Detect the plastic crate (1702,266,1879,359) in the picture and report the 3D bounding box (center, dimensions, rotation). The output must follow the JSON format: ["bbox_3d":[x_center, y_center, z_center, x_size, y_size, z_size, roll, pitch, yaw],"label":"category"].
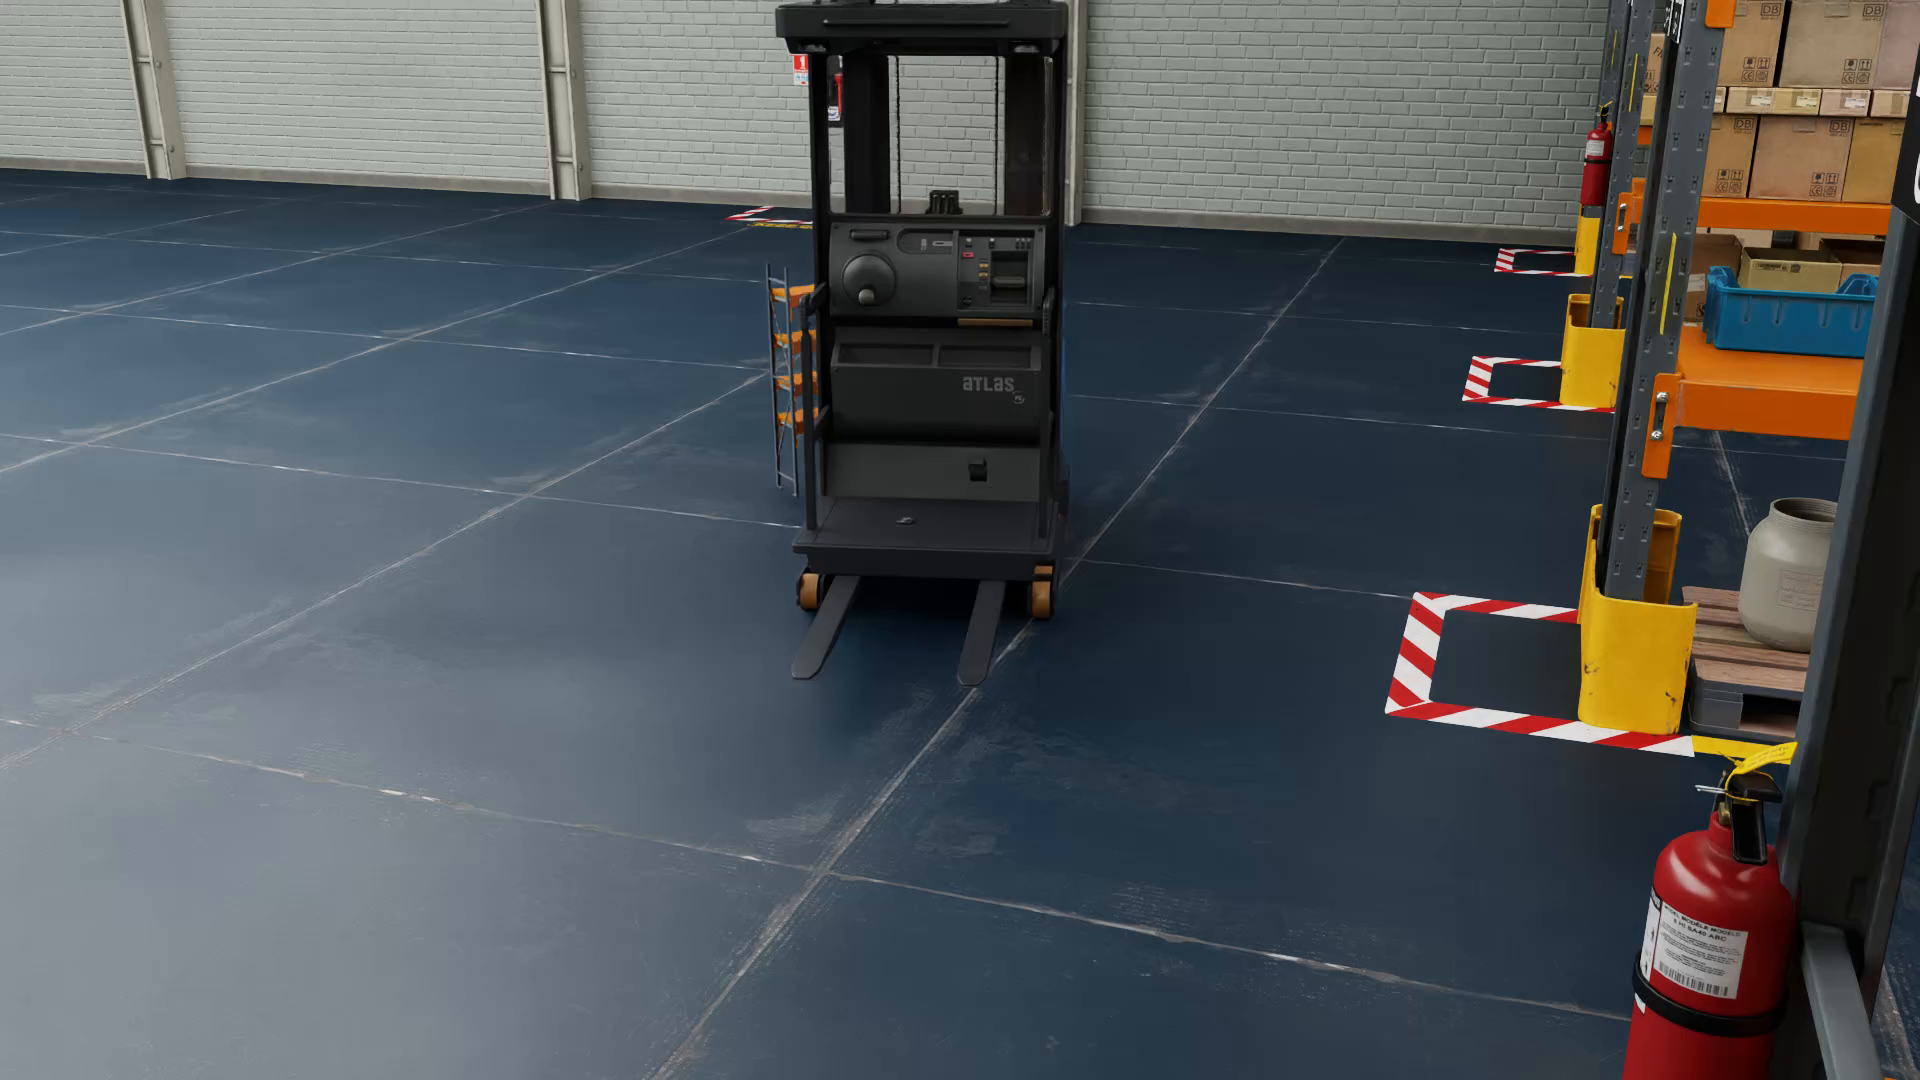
[{"bbox_3d":[3.117,-0.862,6.219,0.616,0.251,0.499,7,20,18],"label":"plastic crate"}]

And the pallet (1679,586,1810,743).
[{"bbox_3d":[3.399,0.506,6.303,1.213,0.211,1.003,7,20,18],"label":"pallet"}]

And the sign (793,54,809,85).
[{"bbox_3d":[-1.736,-5.203,18.390,0.234,0.329,0.001,7,20,18],"label":"sign"}]

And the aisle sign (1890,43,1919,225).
[{"bbox_3d":[0.961,-0.681,1.523,0.004,0.787,0.394,7,20,18],"label":"aisle sign"}]

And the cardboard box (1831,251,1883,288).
[{"bbox_3d":[5.558,-1.457,10.098,0.500,0.500,0.500,7,20,18],"label":"cardboard box"}]

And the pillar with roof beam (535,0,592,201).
[{"bbox_3d":[-6.006,-6.958,14.365,0.400,9.000,9.100,7,20,18],"label":"pillar with roof beam"}]

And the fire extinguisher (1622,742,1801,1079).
[{"bbox_3d":[0.964,0.527,2.124,0.183,0.674,0.296,7,20,18],"label":"fire extinguisher"}]

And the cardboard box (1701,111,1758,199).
[{"bbox_3d":[4.612,-2.426,10.327,0.500,0.500,0.700,7,20,18],"label":"cardboard box"}]

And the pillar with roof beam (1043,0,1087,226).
[{"bbox_3d":[-0.338,-6.310,12.506,0.400,9.000,9.100,7,20,18],"label":"pillar with roof beam"}]

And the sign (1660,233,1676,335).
[{"bbox_3d":[2.361,-0.854,5.547,0.005,0.325,0.100,7,20,18],"label":"sign"}]

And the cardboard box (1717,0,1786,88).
[{"bbox_3d":[4.662,-3.033,10.097,0.500,0.500,0.700,7,20,18],"label":"cardboard box"}]

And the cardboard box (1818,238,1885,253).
[{"bbox_3d":[5.729,-1.618,10.562,0.500,0.500,0.500,7,20,18],"label":"cardboard box"}]

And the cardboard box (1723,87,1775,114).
[{"bbox_3d":[4.725,-2.650,9.983,0.250,0.149,0.380,6,20,17],"label":"cardboard box"}]

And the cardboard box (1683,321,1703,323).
[{"bbox_3d":[4.779,-1.367,10.980,0.500,0.250,0.500,7,20,18],"label":"cardboard box"}]

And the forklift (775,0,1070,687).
[{"bbox_3d":[-0.117,-1.163,6.961,1.130,2.935,3.031,2,19,5],"label":"forklift"}]

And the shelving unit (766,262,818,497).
[{"bbox_3d":[-0.711,-0.867,8.728,0.503,1.200,0.258,-11,20,-29],"label":"shelving unit"}]

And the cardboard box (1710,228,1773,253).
[{"bbox_3d":[6.960,-2.748,14.818,0.500,0.311,0.500,8,21,23],"label":"cardboard box"}]

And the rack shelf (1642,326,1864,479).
[{"bbox_3d":[4.435,-0.338,5.581,4.000,0.370,1.077,7,20,18],"label":"rack shelf"}]

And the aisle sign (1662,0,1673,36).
[{"bbox_3d":[2.575,-2.221,5.942,0.004,0.787,0.394,7,20,18],"label":"aisle sign"}]

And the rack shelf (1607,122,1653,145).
[{"bbox_3d":[7.686,-3.418,14.418,4.000,0.370,1.077,7,20,18],"label":"rack shelf"}]

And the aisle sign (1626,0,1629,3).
[{"bbox_3d":[4.209,-3.759,10.354,0.004,0.787,0.394,7,20,18],"label":"aisle sign"}]

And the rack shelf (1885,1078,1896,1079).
[{"bbox_3d":[2.810,1.202,1.163,4.000,0.370,1.077,7,20,18],"label":"rack shelf"}]

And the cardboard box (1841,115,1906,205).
[{"bbox_3d":[5.577,-2.315,10.009,0.500,0.500,0.700,7,20,18],"label":"cardboard box"}]

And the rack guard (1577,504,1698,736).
[{"bbox_3d":[2.633,0.280,6.512,0.348,0.500,1.175,7,20,18],"label":"rack guard"}]

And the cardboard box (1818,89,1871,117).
[{"bbox_3d":[5.198,-2.594,9.824,0.250,0.149,0.380,6,20,17],"label":"cardboard box"}]

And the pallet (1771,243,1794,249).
[{"bbox_3d":[7.773,-2.418,14.692,1.213,0.211,1.003,7,20,18],"label":"pallet"}]

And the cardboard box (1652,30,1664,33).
[{"bbox_3d":[6.312,-4.282,14.861,0.500,0.500,0.500,6,20,17],"label":"cardboard box"}]

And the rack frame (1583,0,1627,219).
[{"bbox_3d":[5.797,-3.974,14.919,0.127,3.000,1.000,7,20,18],"label":"rack frame"}]

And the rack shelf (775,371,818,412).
[{"bbox_3d":[-0.710,-0.803,8.749,0.480,0.148,0.258,-11,20,-29],"label":"rack shelf"}]

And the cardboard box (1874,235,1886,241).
[{"bbox_3d":[8.071,-2.582,14.590,0.250,0.149,0.380,5,20,14],"label":"cardboard box"}]

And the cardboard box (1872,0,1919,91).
[{"bbox_3d":[5.637,-2.924,9.783,0.500,0.500,0.700,7,20,18],"label":"cardboard box"}]

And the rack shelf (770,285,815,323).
[{"bbox_3d":[-0.717,-1.241,8.609,0.480,0.148,0.258,-11,20,-29],"label":"rack shelf"}]
